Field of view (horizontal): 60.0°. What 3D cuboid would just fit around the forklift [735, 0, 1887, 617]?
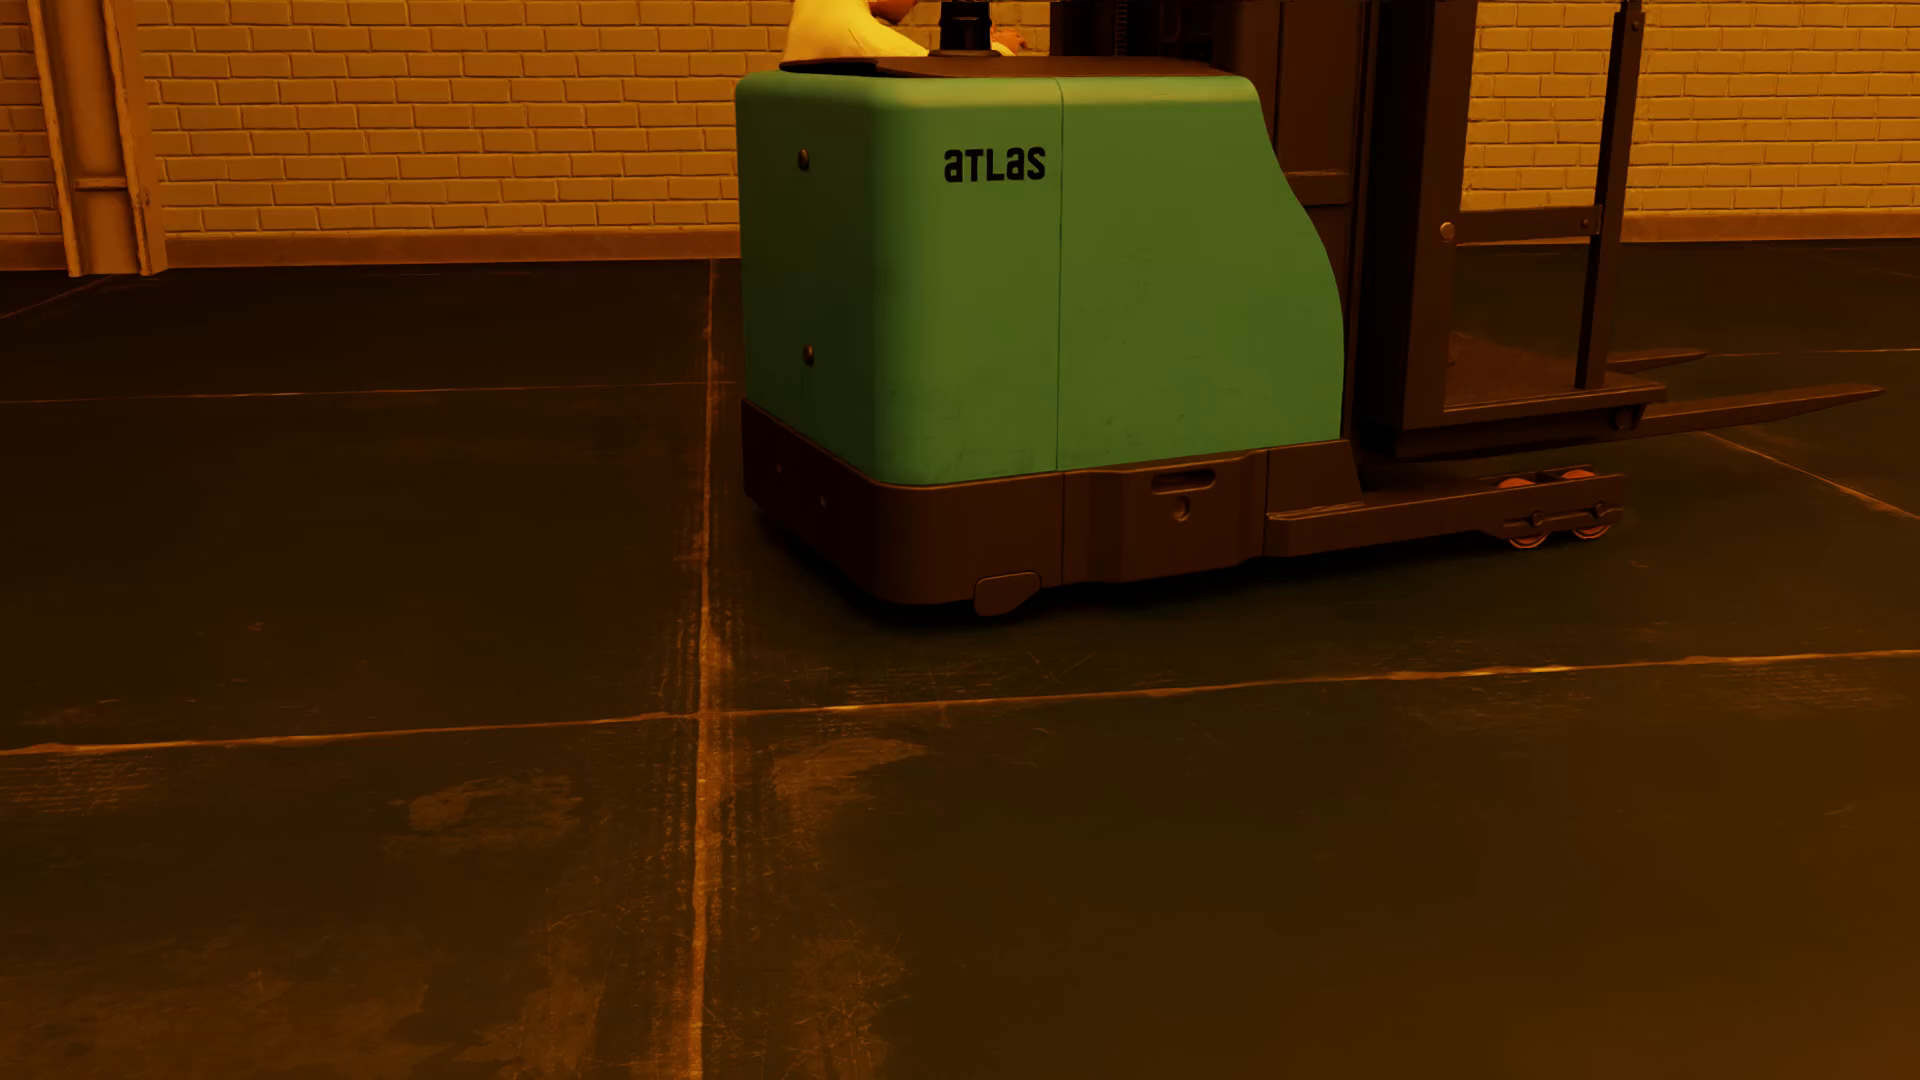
[{"bbox_3d":[1.029,-1.512,3.904,3.031,2.935,1.130,-7,18,-23],"label":"forklift"}]

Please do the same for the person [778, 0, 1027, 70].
[{"bbox_3d":[-0.205,-1.012,4.848,0.785,1.460,1.642,-3,17,-10],"label":"person"}]
